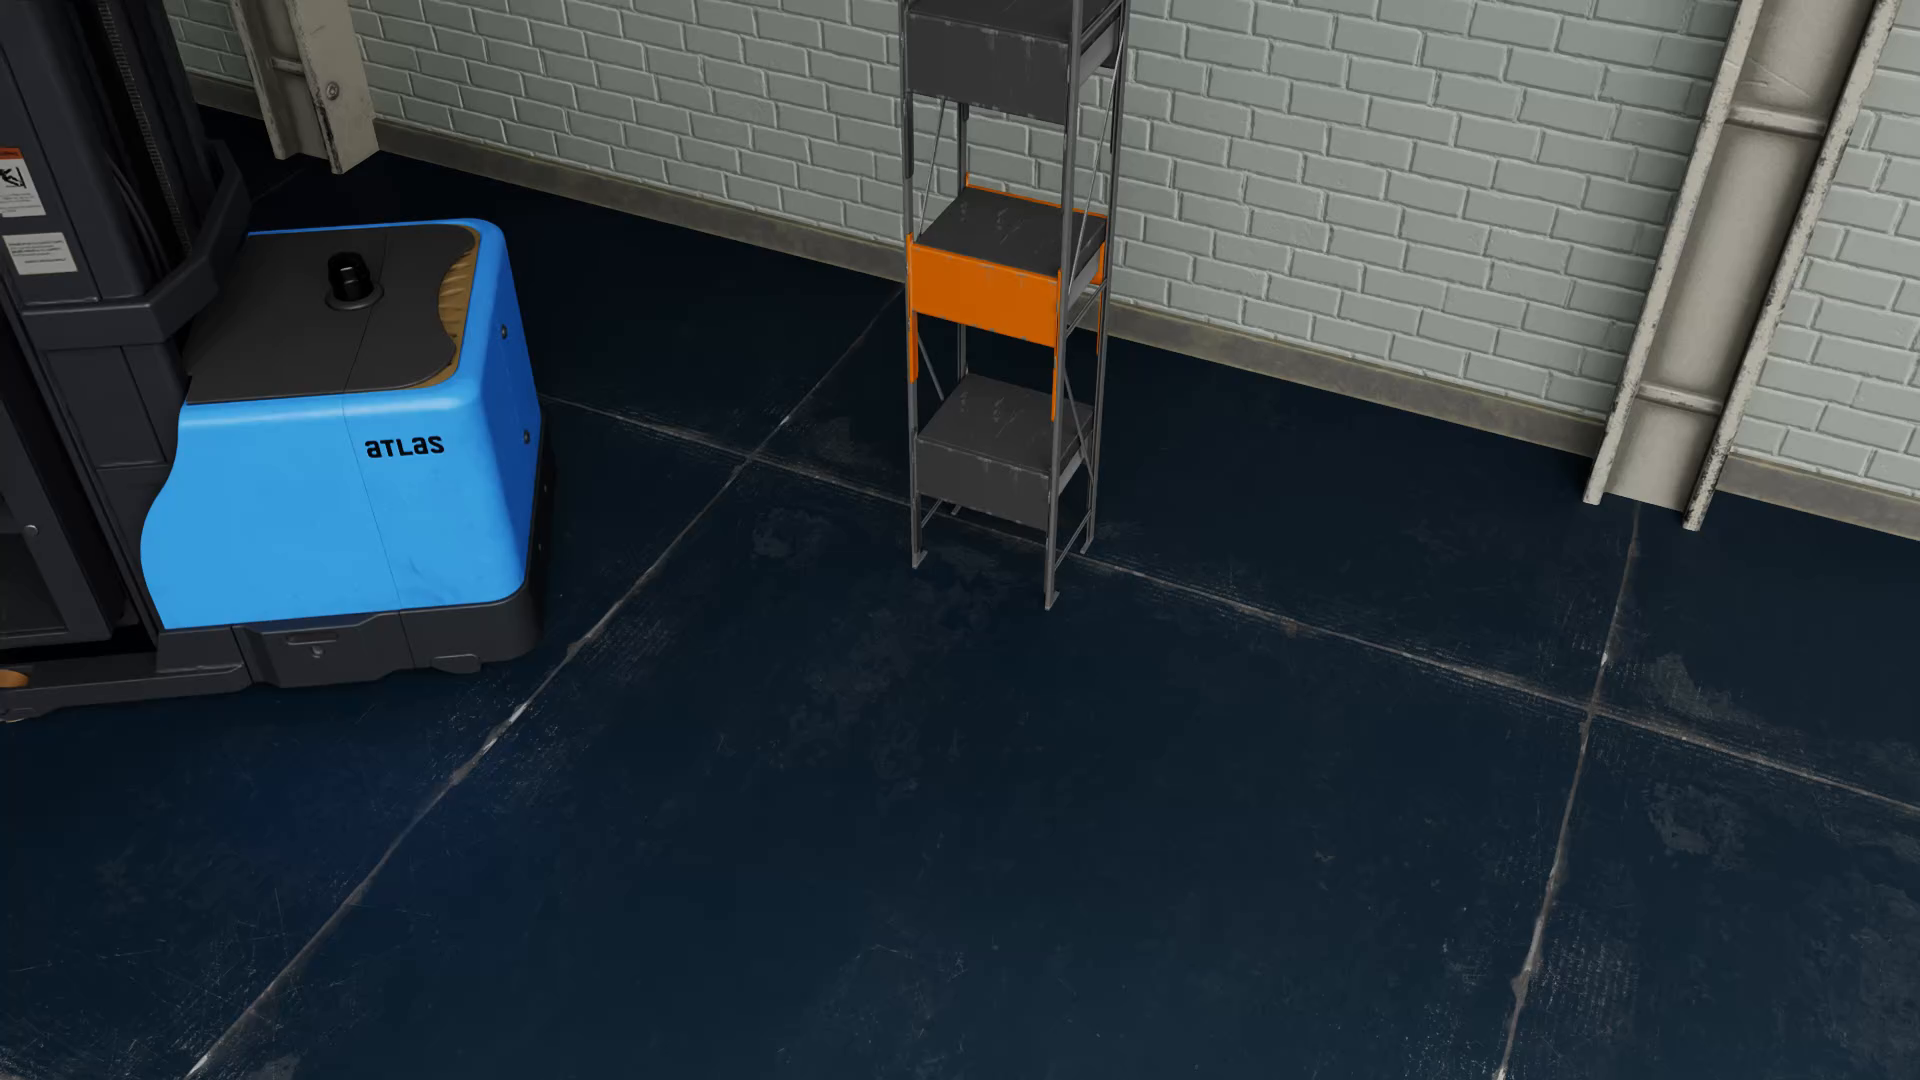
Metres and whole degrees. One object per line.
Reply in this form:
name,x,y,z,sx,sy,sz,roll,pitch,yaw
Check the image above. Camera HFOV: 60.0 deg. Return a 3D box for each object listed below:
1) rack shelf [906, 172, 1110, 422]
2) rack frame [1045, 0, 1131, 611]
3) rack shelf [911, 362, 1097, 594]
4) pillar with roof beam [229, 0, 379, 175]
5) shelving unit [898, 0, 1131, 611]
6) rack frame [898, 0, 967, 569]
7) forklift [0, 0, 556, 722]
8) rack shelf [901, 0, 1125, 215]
rack shelf,0.150,-0.737,5.018,0.480,0.518,0.431,17,44,19
rack frame,0.371,-0.680,4.931,0.015,2.100,0.400,17,44,19
rack shelf,0.150,-0.208,5.477,0.480,0.518,0.431,17,44,19
pillar with roof beam,-4.803,-2.682,1.973,0.400,9.000,9.100,17,44,19
shelving unit,0.150,-0.748,5.009,0.503,2.100,0.431,17,44,19
rack frame,-0.071,-0.815,5.087,0.015,2.100,0.400,17,44,19
forklift,-2.888,-0.900,4.551,3.031,2.935,1.130,-5,41,-5
rack shelf,0.150,-1.266,4.560,0.480,0.518,0.431,17,44,19
